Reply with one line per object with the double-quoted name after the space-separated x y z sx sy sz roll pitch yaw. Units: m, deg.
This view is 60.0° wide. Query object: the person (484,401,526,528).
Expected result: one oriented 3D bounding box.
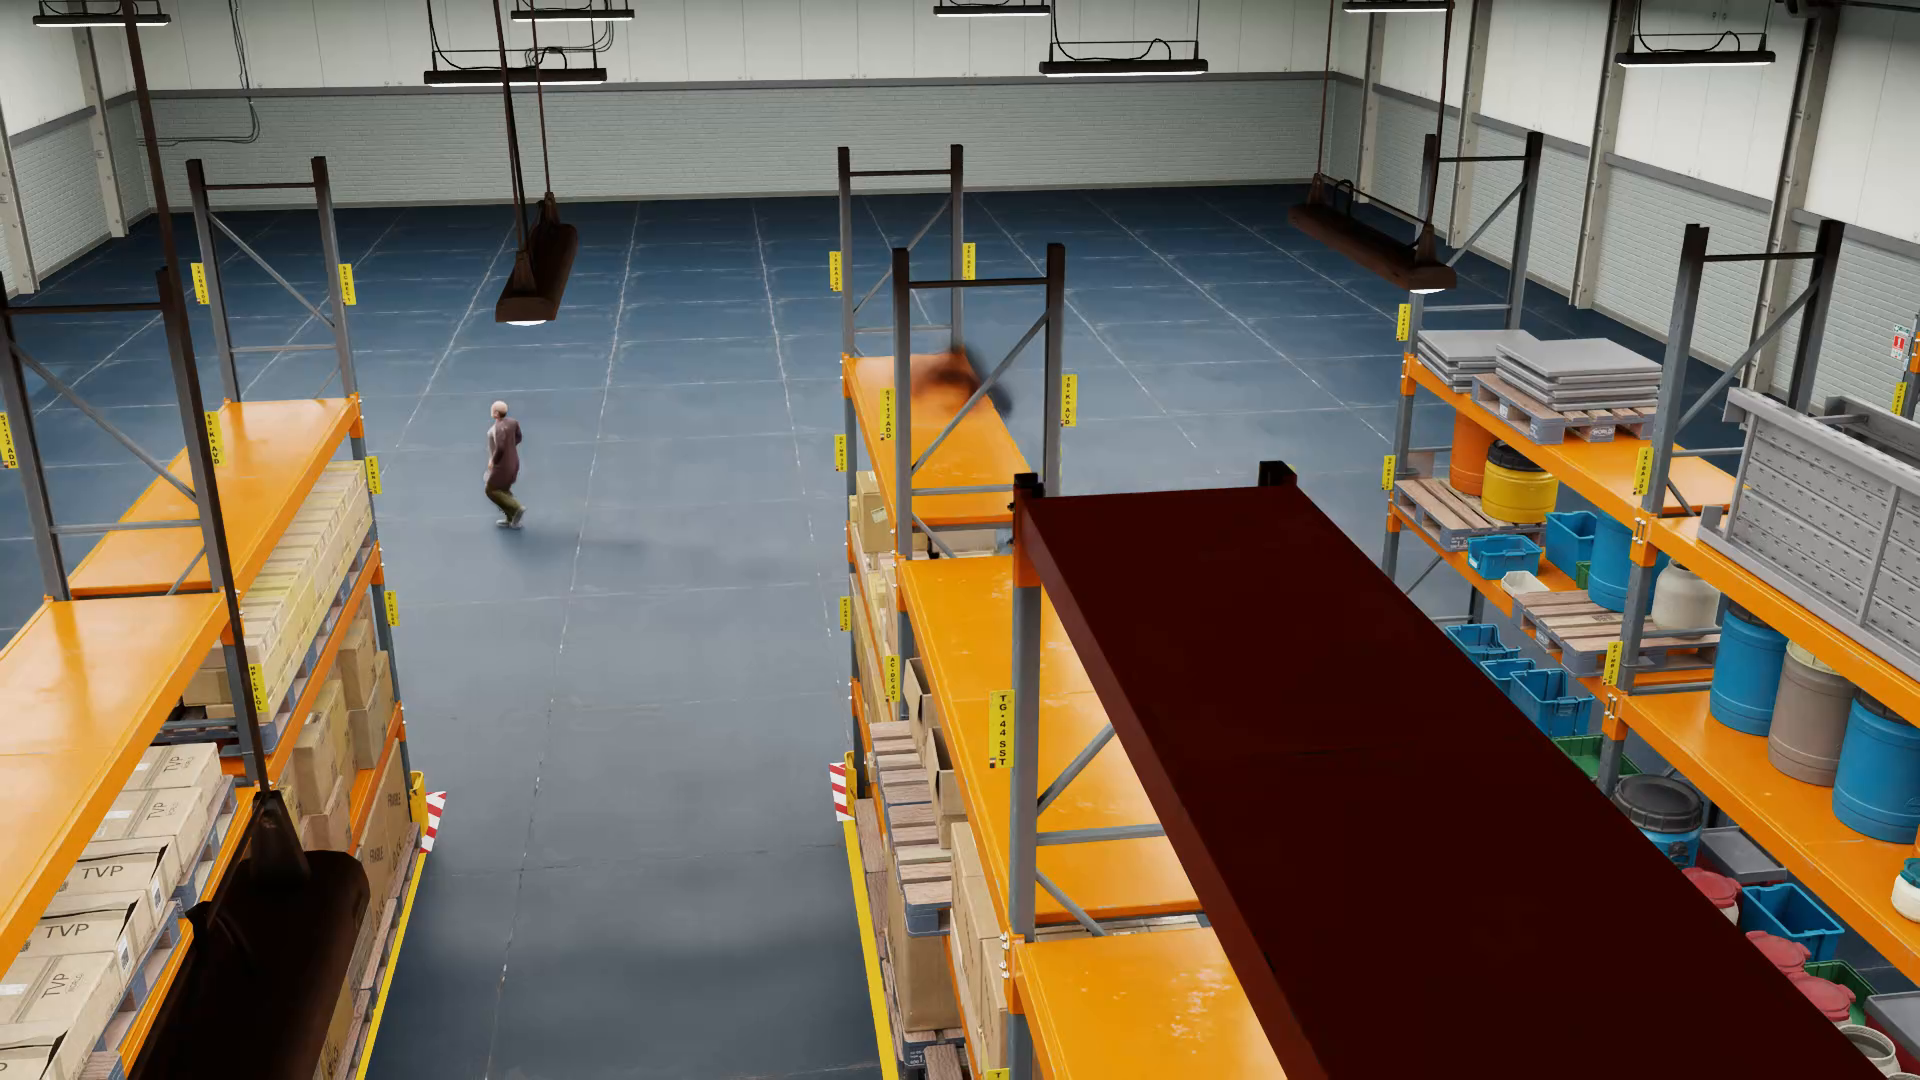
-6.019 -0.986 21.780 0.584 1.734 0.691 6 22 15 "person"
